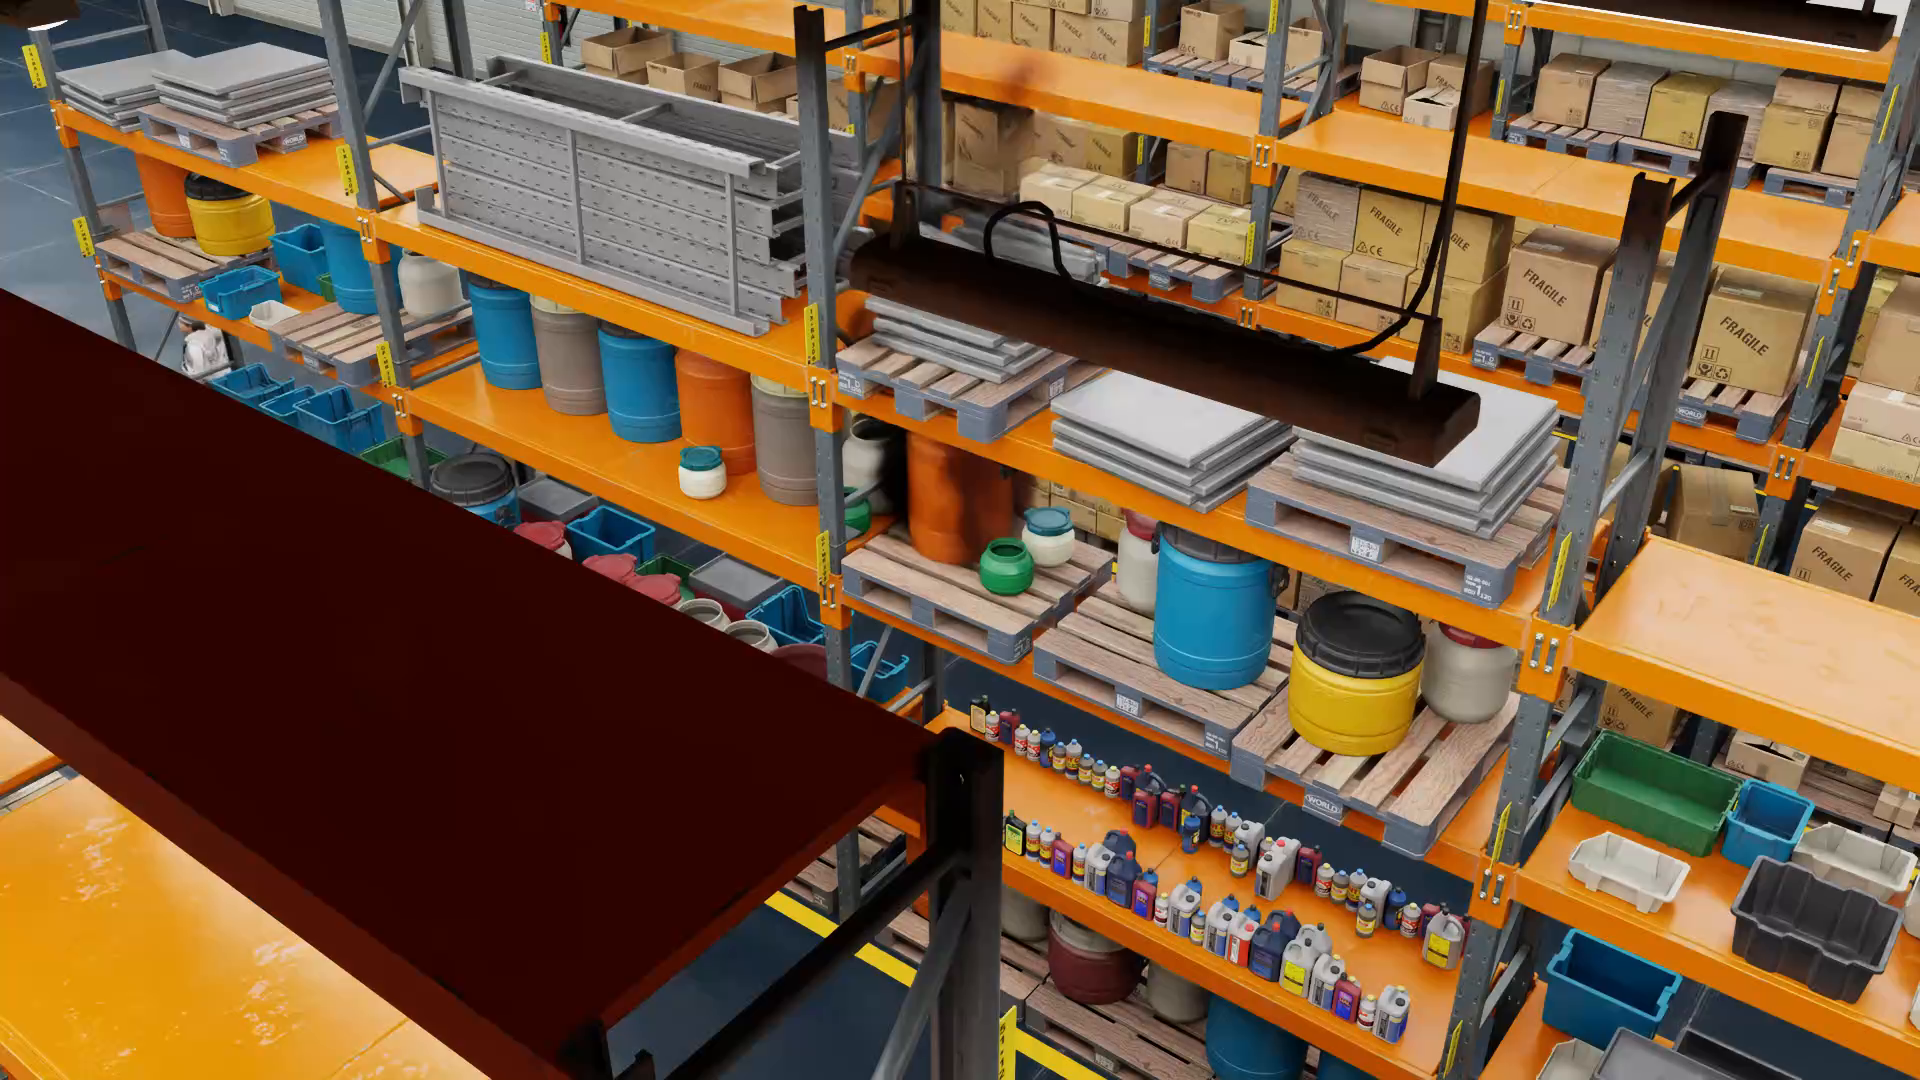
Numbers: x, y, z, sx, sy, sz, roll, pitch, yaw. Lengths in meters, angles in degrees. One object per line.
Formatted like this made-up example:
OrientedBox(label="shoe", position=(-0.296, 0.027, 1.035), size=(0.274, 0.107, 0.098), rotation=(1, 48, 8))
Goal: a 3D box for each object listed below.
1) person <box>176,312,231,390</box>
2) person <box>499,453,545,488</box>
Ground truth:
OrientedBox(label="person", position=(-7.290, -1.579, 16.286), size=(0.582, 1.633, 0.658), rotation=(-3, 32, -5))
OrientedBox(label="person", position=(-3.933, -0.918, 15.138), size=(0.652, 1.733, 0.650), rotation=(14, 34, 22))
